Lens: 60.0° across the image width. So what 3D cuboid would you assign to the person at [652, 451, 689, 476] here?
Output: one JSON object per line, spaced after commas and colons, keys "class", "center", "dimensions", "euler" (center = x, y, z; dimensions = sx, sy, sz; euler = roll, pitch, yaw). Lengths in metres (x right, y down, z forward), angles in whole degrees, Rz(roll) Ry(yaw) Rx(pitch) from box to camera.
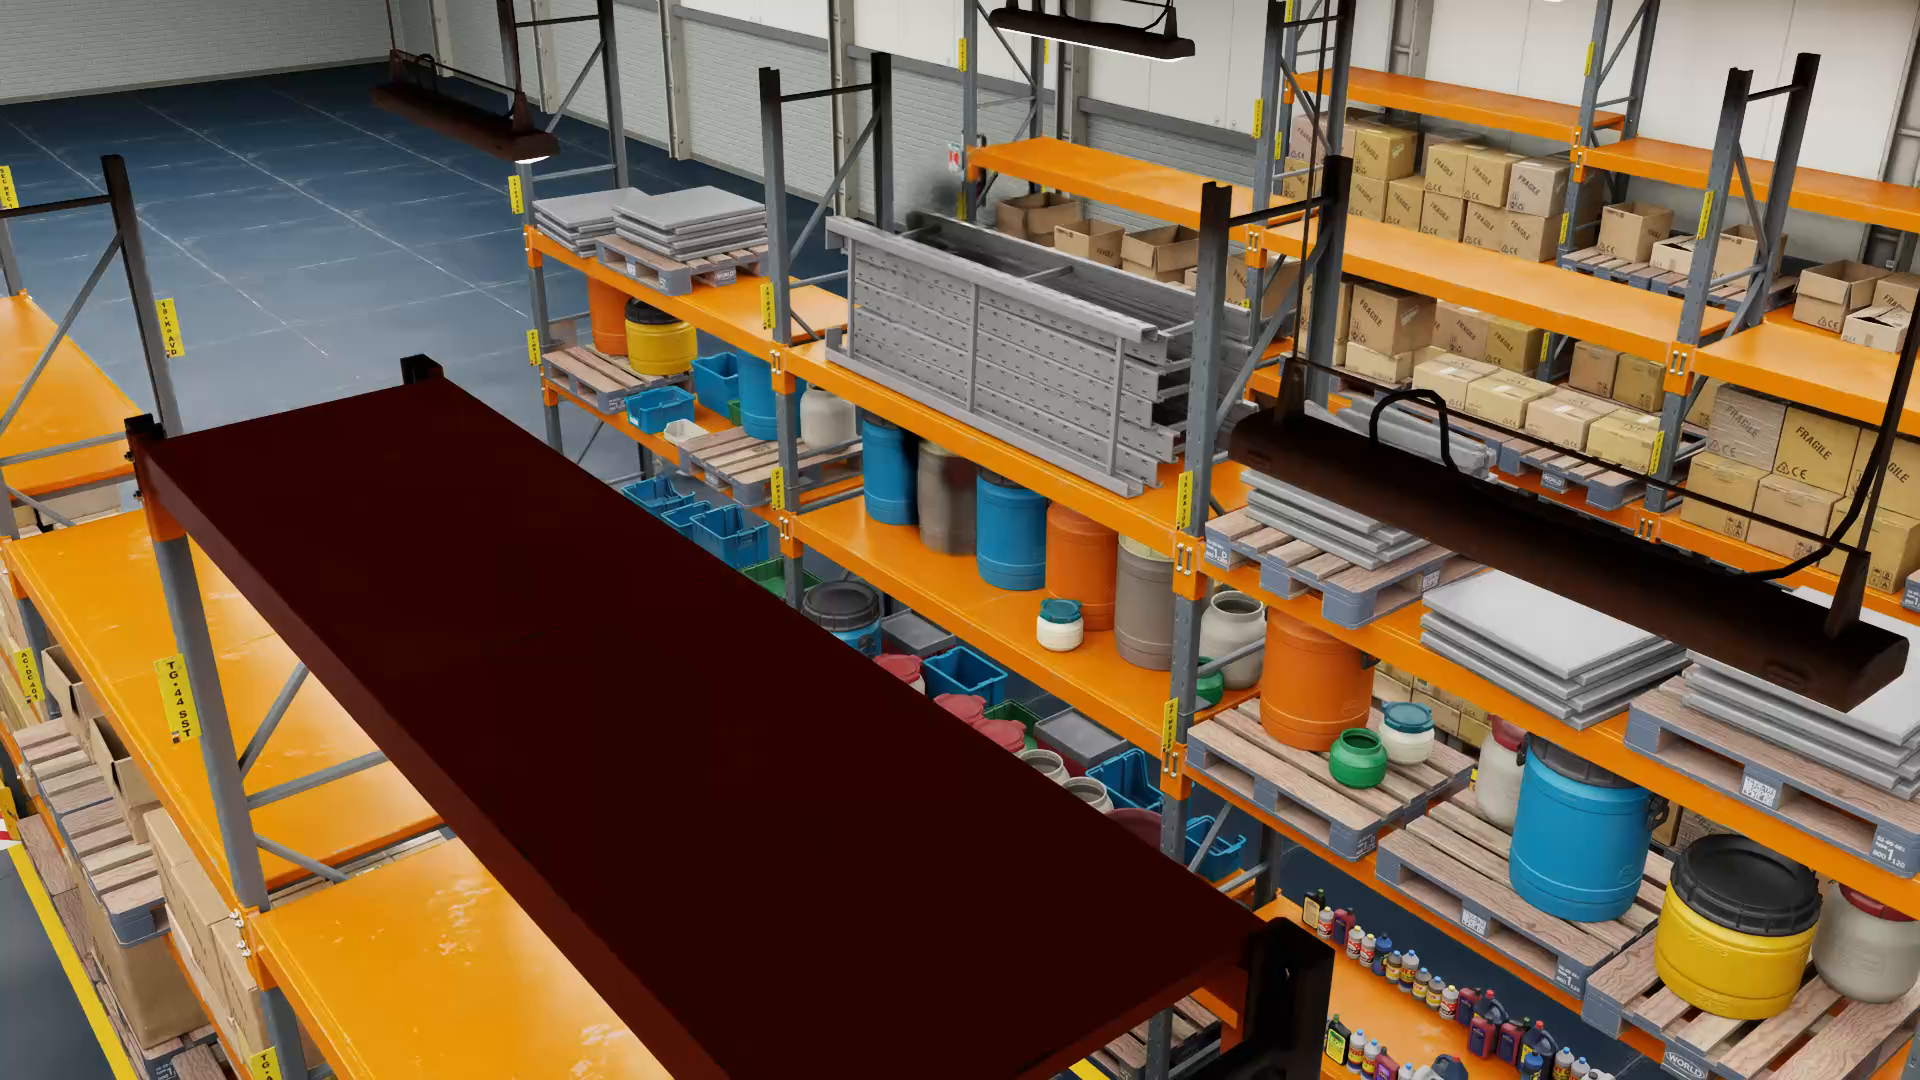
{"class": "person", "center": [-3.448, -1.495, 19.342], "dimensions": [0.786, 1.852, 0.645], "euler": [-5, 26, -10]}
